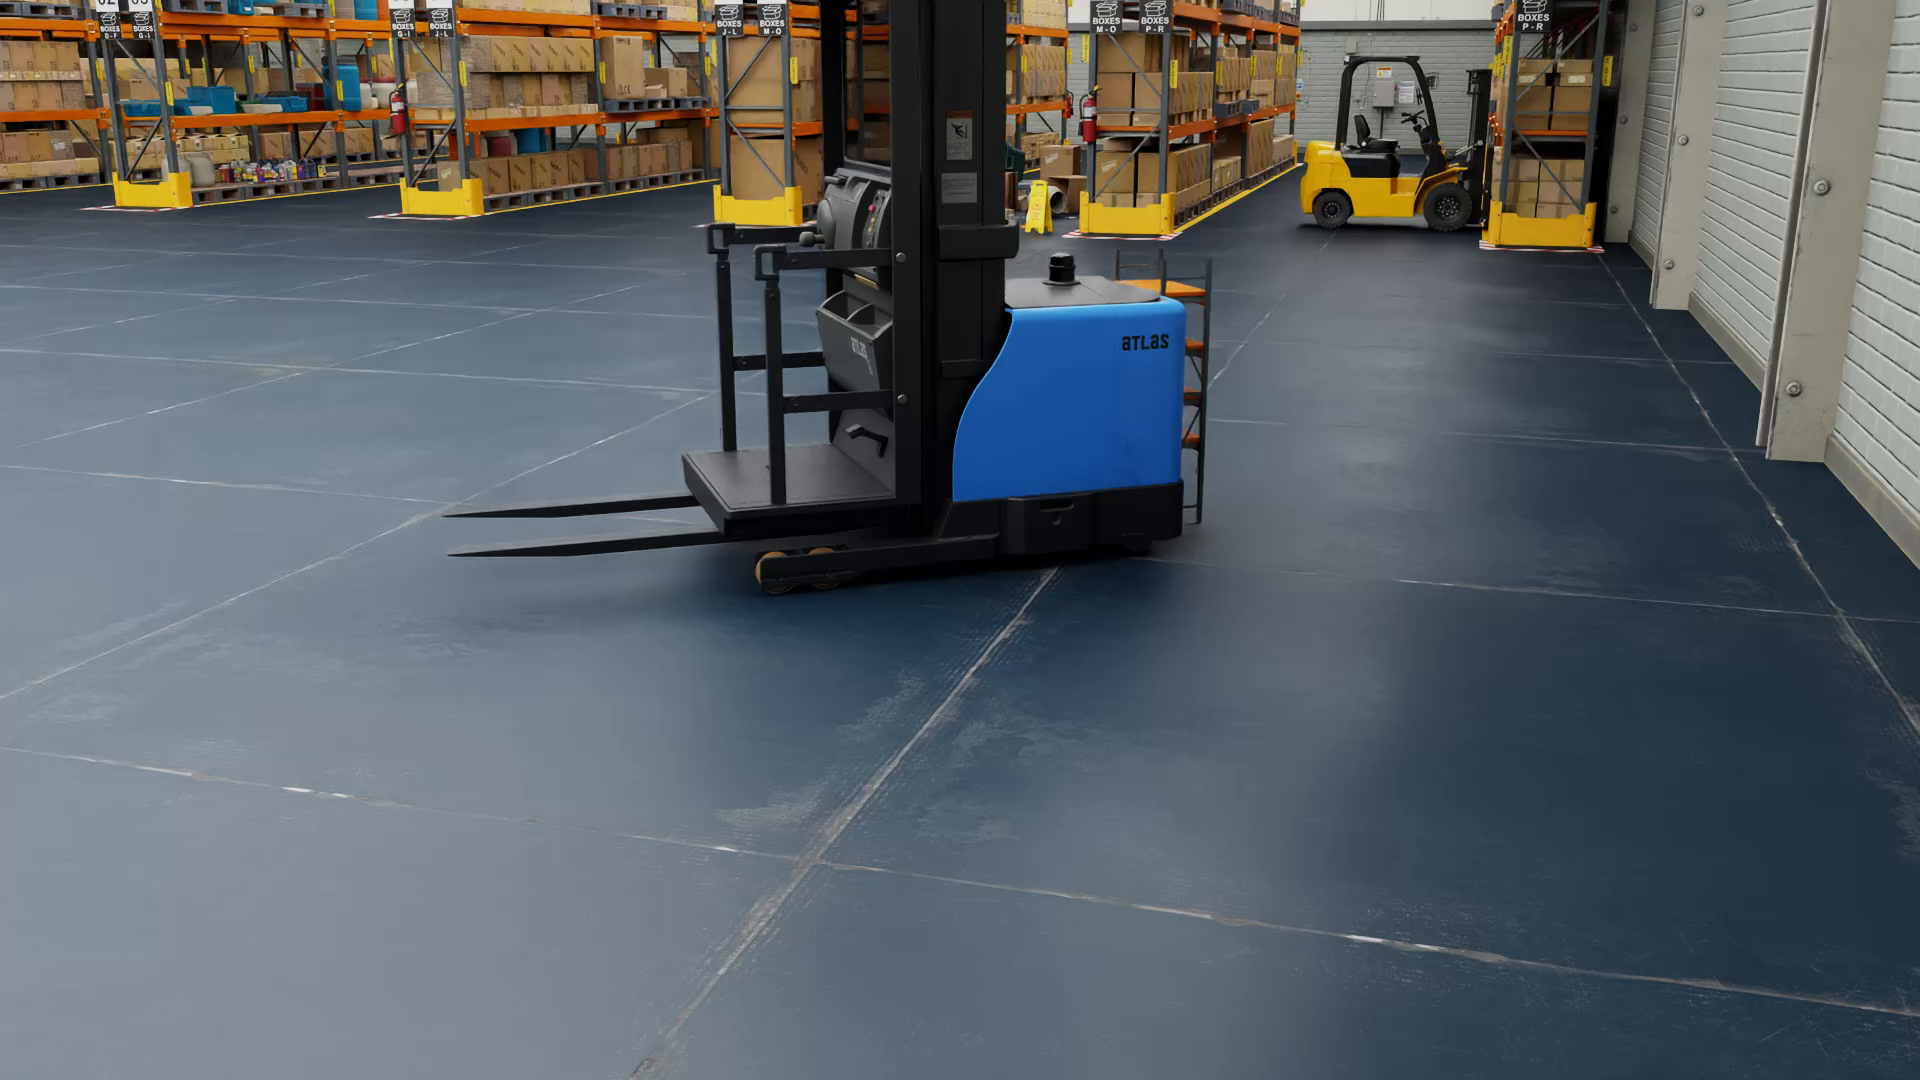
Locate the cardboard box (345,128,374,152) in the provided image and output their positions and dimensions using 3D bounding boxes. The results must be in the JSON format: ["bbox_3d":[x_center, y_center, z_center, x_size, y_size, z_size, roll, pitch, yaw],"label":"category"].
[{"bbox_3d":[-13.366,-8.860,36.842,0.500,0.500,0.500,5,16,16],"label":"cardboard box"}]

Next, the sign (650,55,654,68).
[{"bbox_3d":[-5.674,-8.785,30.684,0.100,0.325,0.005,5,16,16],"label":"sign"}]

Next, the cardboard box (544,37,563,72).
[{"bbox_3d":[-6.425,-7.411,25.401,0.500,0.500,0.500,5,16,16],"label":"cardboard box"}]

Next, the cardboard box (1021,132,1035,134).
[{"bbox_3d":[1.422,-8.793,36.196,0.380,0.149,0.250,5,17,17],"label":"cardboard box"}]

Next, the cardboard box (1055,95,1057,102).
[{"bbox_3d":[1.874,-9.511,35.825,0.380,0.149,0.250,4,16,15],"label":"cardboard box"}]

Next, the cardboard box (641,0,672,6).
[{"bbox_3d":[-5.327,-9.510,28.765,0.500,0.500,0.500,5,17,17],"label":"cardboard box"}]

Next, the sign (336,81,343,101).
[{"bbox_3d":[-10.502,-7.611,28.160,0.100,0.325,0.005,5,16,16],"label":"sign"}]

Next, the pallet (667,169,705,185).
[{"bbox_3d":[-5.364,-6.640,30.354,1.003,0.211,1.213,5,16,16],"label":"pallet"}]

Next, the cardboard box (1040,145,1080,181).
[{"bbox_3d":[1.509,-5.663,24.991,0.500,0.500,0.500,5,16,16],"label":"cardboard box"}]

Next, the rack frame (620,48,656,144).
[{"bbox_3d":[-7.616,-10.663,39.427,1.000,3.000,0.127,5,16,16],"label":"rack frame"}]

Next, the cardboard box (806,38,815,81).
[{"bbox_3d":[-2.477,-6.519,22.562,0.875,0.550,0.550,5,16,16],"label":"cardboard box"}]

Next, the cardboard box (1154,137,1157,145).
[{"bbox_3d":[2.560,-5.627,23.378,0.380,0.149,0.250,5,17,18],"label":"cardboard box"}]

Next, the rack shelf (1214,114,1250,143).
[{"bbox_3d":[3.792,-6.548,26.238,1.077,0.370,4.000,5,16,16],"label":"rack shelf"}]

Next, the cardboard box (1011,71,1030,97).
[{"bbox_3d":[1.105,-9.123,33.267,0.500,0.500,0.500,4,16,15],"label":"cardboard box"}]

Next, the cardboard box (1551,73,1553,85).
[{"bbox_3d":[7.280,-5.505,19.868,0.380,0.149,0.250,4,16,15],"label":"cardboard box"}]

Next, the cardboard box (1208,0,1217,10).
[{"bbox_3d":[3.427,-7.587,23.545,0.380,0.149,0.250,5,17,16],"label":"cardboard box"}]

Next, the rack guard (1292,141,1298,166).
[{"bbox_3d":[6.641,-8.314,35.726,1.175,0.500,0.348,5,16,16],"label":"rack guard"}]

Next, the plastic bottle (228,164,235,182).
[{"bbox_3d":[-11.924,-5.993,27.147,0.152,0.276,0.135,4,16,14],"label":"plastic bottle"}]

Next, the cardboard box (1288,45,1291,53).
[{"bbox_3d":[6.571,-10.037,34.016,0.380,0.149,0.250,5,17,17],"label":"cardboard box"}]

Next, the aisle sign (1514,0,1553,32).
[{"bbox_3d":[6.547,-6.197,18.916,0.394,0.787,0.004,5,16,16],"label":"aisle sign"}]

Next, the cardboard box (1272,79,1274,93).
[{"bbox_3d":[5.605,-8.498,31.153,0.500,0.250,0.500,5,16,16],"label":"cardboard box"}]

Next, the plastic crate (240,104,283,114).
[{"bbox_3d":[-11.245,-6.952,26.827,0.530,0.136,0.437,5,16,16],"label":"plastic crate"}]

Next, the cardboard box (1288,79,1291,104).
[{"bbox_3d":[6.457,-9.147,33.896,0.500,0.500,0.500,5,17,17],"label":"cardboard box"}]

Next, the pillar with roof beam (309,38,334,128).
[{"bbox_3d":[-13.049,-14.757,42.867,9.100,9.000,0.400,5,16,16],"label":"pillar with roof beam"}]

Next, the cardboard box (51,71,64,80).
[{"bbox_3d":[-15.790,-8.048,28.834,0.380,0.149,0.250,4,16,14],"label":"cardboard box"}]

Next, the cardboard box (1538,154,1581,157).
[{"bbox_3d":[7.456,-4.673,20.745,0.500,0.250,0.500,5,16,16],"label":"cardboard box"}]

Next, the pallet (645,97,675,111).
[{"bbox_3d":[-5.664,-7.573,28.883,1.003,0.211,1.213,5,16,16],"label":"pallet"}]

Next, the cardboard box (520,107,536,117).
[{"bbox_3d":[-6.585,-6.413,24.903,0.380,0.149,0.250,5,16,16],"label":"cardboard box"}]

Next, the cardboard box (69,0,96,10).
[{"bbox_3d":[-15.590,-9.642,29.835,0.500,0.250,0.500,6,17,22],"label":"cardboard box"}]

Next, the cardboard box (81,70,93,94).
[{"bbox_3d":[-18.847,-9.783,35.558,0.500,0.500,0.500,5,17,18],"label":"cardboard box"}]

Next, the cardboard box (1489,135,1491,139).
[{"bbox_3d":[10.849,-7.753,32.977,0.700,0.500,0.500,5,17,18],"label":"cardboard box"}]

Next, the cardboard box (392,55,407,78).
[{"bbox_3d":[-12.951,-10.767,37.778,0.500,0.500,0.500,4,16,14],"label":"cardboard box"}]

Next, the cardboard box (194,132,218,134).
[{"bbox_3d":[-15.068,-7.990,33.244,0.500,0.311,0.500,5,17,18],"label":"cardboard box"}]

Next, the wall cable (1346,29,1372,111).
[{"bbox_3d":[9.577,-11.370,40.055,0.588,1.984,0.122,5,16,16],"label":"wall cable"}]

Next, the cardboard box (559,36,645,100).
[{"bbox_3d":[-5.917,-7.827,27.559,1.000,1.000,1.000,5,17,16],"label":"cardboard box"}]

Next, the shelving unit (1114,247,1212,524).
[{"bbox_3d":[0.908,-0.707,7.623,0.258,1.200,0.503,-5,17,-18],"label":"shelving unit"}]

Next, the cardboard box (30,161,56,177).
[{"bbox_3d":[-15.976,-6.388,28.622,0.500,0.250,0.500,5,16,16],"label":"cardboard box"}]

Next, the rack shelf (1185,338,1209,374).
[{"bbox_3d":[0.908,-0.857,7.580,0.258,0.148,0.480,-5,17,-18],"label":"rack shelf"}]

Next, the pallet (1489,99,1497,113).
[{"bbox_3d":[9.246,-7.124,27.301,1.213,0.211,1.003,5,16,16],"label":"pallet"}]

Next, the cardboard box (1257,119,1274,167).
[{"bbox_3d":[5.398,-7.476,31.313,0.875,0.875,0.875,5,17,18],"label":"cardboard box"}]

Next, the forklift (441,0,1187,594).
[{"bbox_3d":[-0.618,-1.358,6.744,3.031,2.935,1.130,-5,17,-18],"label":"forklift"}]

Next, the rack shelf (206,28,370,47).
[{"bbox_3d":[-14.069,-10.576,34.939,1.077,0.370,4.000,5,16,16],"label":"rack shelf"}]

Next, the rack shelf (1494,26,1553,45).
[{"bbox_3d":[10.826,-9.700,31.854,1.077,0.370,4.000,5,16,16],"label":"rack shelf"}]

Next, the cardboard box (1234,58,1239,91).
[{"bbox_3d":[4.063,-7.259,25.928,0.500,0.500,0.500,4,16,14],"label":"cardboard box"}]

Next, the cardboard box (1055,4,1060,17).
[{"bbox_3d":[1.829,-11.205,35.200,0.500,0.250,0.500,4,16,14],"label":"cardboard box"}]

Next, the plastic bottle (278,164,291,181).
[{"bbox_3d":[-11.129,-6.057,27.373,0.152,0.276,0.135,5,17,17],"label":"plastic bottle"}]

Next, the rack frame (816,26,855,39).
[{"bbox_3d":[-2.867,-10.279,38.073,1.000,3.000,0.127,5,16,16],"label":"rack frame"}]

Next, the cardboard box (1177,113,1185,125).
[{"bbox_3d":[2.710,-5.470,21.577,0.380,0.149,0.250,5,17,17],"label":"cardboard box"}]

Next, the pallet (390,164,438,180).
[{"bbox_3d":[-10.147,-7.029,31.724,1.003,0.211,1.213,5,16,16],"label":"pallet"}]

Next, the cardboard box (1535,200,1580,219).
[{"bbox_3d":[7.174,-3.933,19.969,0.500,0.250,0.500,5,16,16],"label":"cardboard box"}]

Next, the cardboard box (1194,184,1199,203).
[{"bbox_3d":[3.023,-4.802,23.032,0.500,0.250,0.500,5,17,17],"label":"cardboard box"}]

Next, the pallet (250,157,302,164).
[{"bbox_3d":[-14.389,-7.806,34.464,1.003,0.211,1.213,5,16,16],"label":"pallet"}]

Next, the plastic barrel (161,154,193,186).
[{"bbox_3d":[-12.049,-5.660,25.579,0.421,0.512,0.421,0,16,0],"label":"plastic barrel"}]
